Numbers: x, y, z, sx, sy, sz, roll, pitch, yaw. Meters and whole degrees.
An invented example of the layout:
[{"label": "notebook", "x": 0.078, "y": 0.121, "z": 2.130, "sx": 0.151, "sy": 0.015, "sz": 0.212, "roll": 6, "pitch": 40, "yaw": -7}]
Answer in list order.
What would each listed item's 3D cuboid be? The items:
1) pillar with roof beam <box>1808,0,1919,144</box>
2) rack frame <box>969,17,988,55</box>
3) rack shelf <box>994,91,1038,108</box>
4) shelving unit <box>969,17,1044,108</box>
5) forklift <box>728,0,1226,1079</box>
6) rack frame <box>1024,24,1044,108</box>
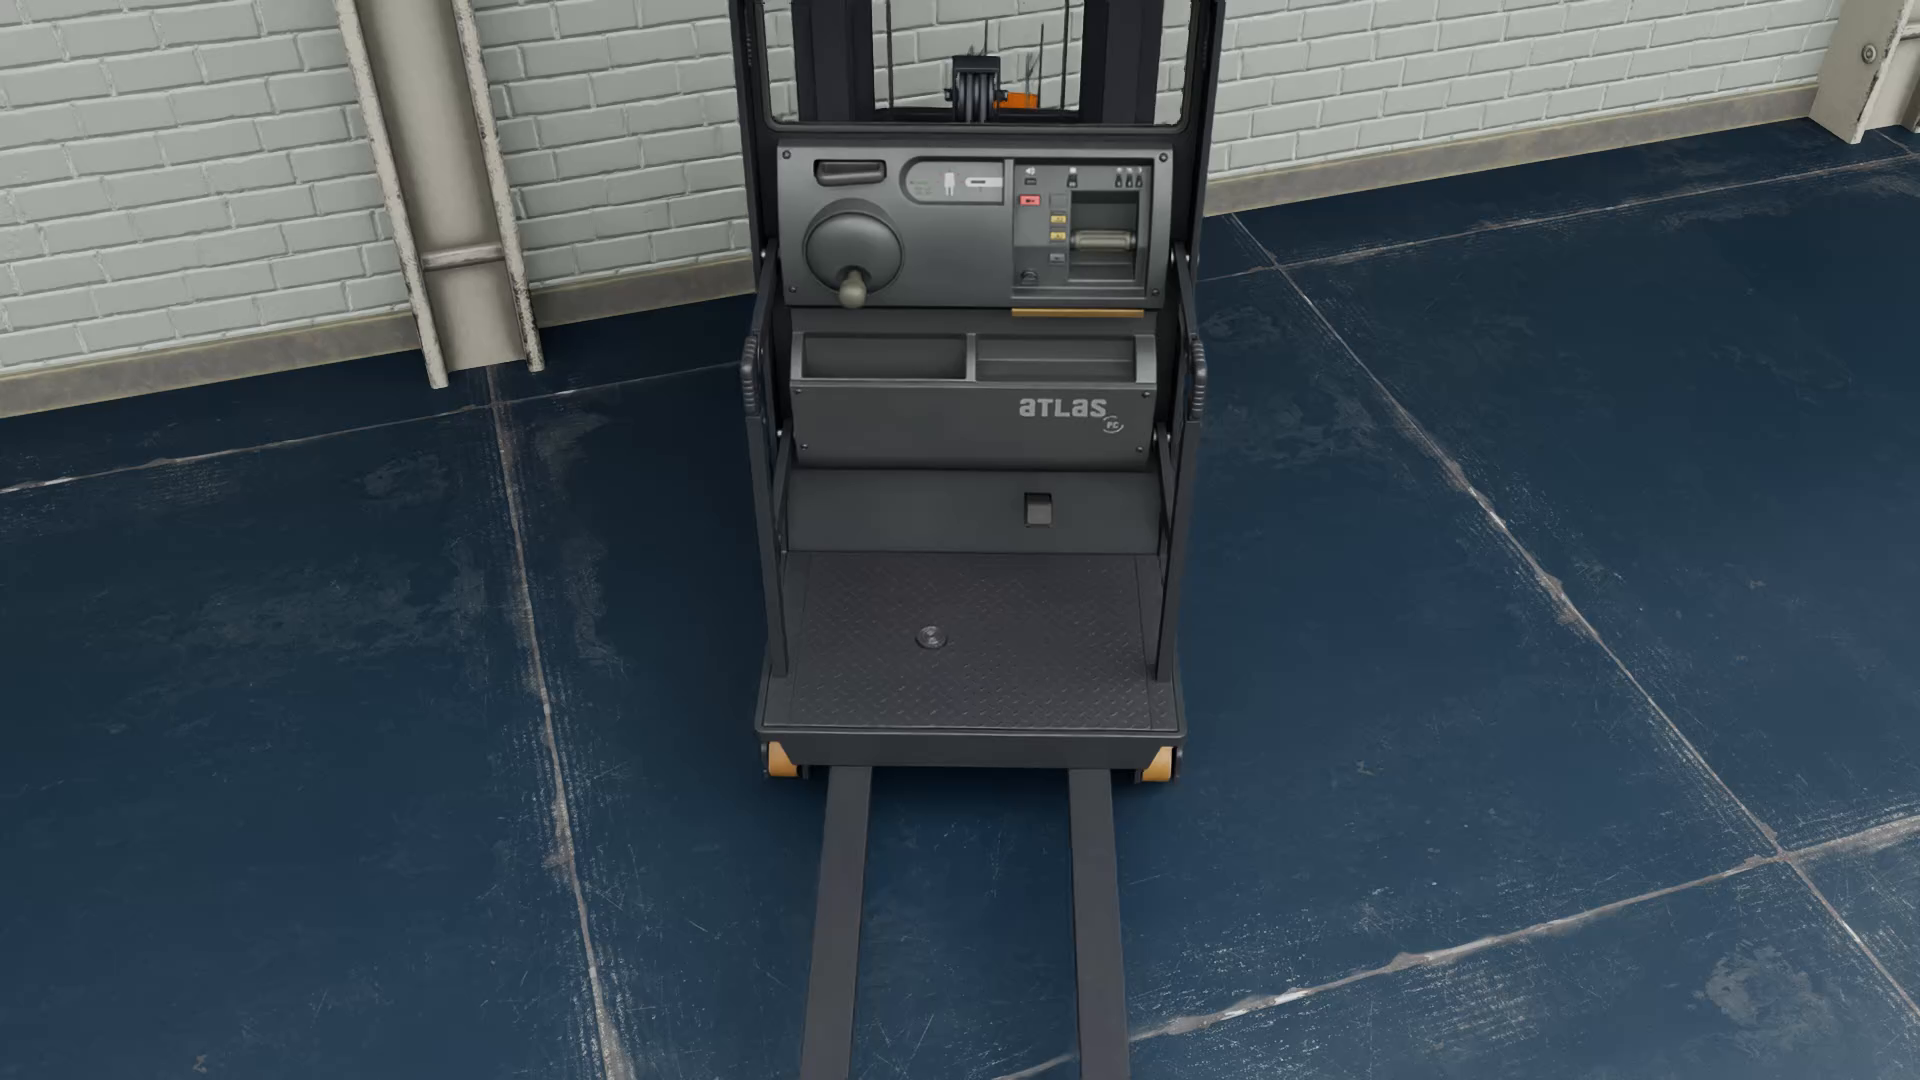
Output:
[{"label": "pillar with roof beam", "x": 5.299, "y": -2.540, "z": 1.318, "sx": 0.400, "sy": 9.000, "sz": 9.100, "roll": -12, "pitch": 42, "yaw": -13}, {"label": "rack frame", "x": 0.051, "y": -1.144, "z": 5.639, "sx": 0.006, "sy": 1.200, "sz": 0.240, "roll": 10, "pitch": 40, "yaw": 10}, {"label": "rack shelf", "x": 0.144, "y": -1.372, "z": 5.422, "sx": 0.180, "sy": 0.103, "sz": 0.258, "roll": 10, "pitch": 40, "yaw": 10}, {"label": "shelving unit", "x": 0.140, "y": -1.129, "z": 5.623, "sx": 0.189, "sy": 1.200, "sz": 0.258, "roll": 10, "pitch": 40, "yaw": 10}, {"label": "forklift", "x": 0.033, "y": -0.663, "z": 3.781, "sx": 1.130, "sy": 2.935, "sz": 3.031, "roll": 1, "pitch": 41, "yaw": 1}, {"label": "rack frame", "x": 0.229, "y": -1.114, "z": 5.607, "sx": 0.006, "sy": 1.200, "sz": 0.240, "roll": 10, "pitch": 40, "yaw": 10}]
